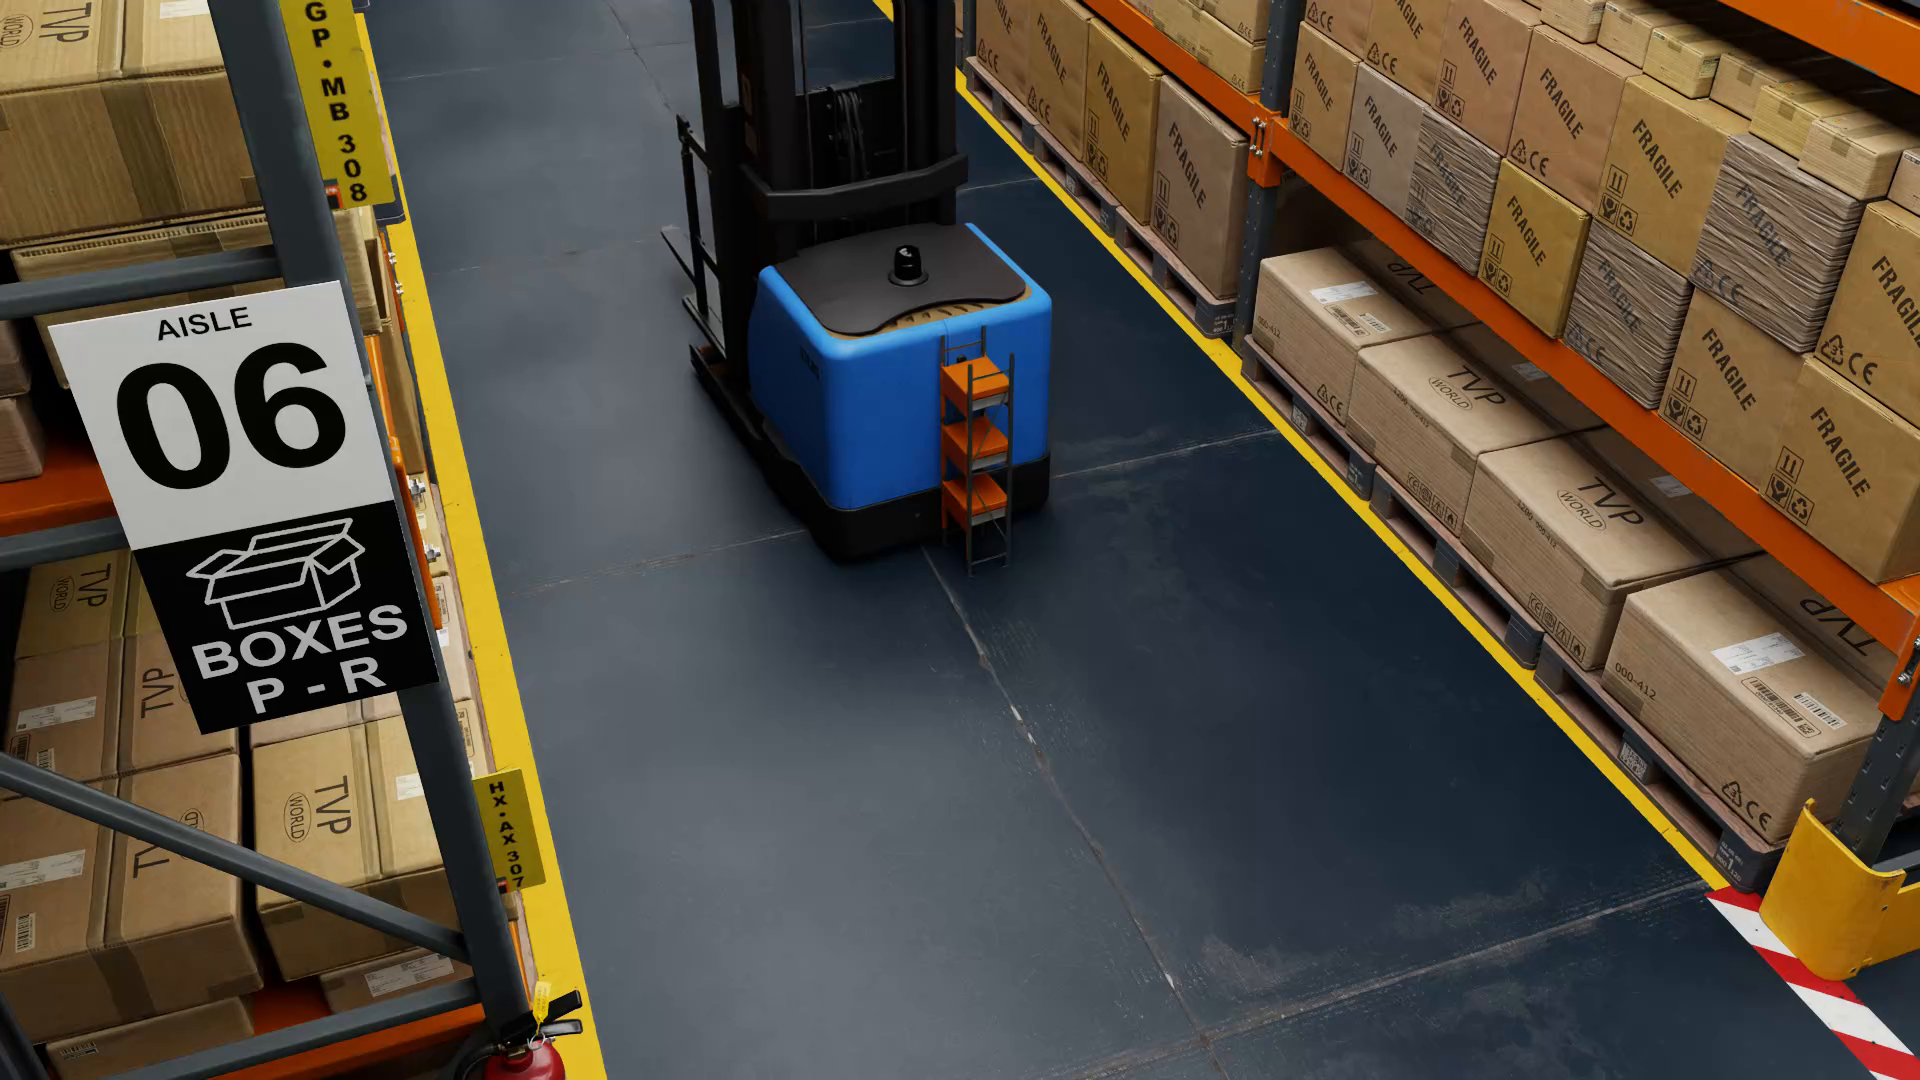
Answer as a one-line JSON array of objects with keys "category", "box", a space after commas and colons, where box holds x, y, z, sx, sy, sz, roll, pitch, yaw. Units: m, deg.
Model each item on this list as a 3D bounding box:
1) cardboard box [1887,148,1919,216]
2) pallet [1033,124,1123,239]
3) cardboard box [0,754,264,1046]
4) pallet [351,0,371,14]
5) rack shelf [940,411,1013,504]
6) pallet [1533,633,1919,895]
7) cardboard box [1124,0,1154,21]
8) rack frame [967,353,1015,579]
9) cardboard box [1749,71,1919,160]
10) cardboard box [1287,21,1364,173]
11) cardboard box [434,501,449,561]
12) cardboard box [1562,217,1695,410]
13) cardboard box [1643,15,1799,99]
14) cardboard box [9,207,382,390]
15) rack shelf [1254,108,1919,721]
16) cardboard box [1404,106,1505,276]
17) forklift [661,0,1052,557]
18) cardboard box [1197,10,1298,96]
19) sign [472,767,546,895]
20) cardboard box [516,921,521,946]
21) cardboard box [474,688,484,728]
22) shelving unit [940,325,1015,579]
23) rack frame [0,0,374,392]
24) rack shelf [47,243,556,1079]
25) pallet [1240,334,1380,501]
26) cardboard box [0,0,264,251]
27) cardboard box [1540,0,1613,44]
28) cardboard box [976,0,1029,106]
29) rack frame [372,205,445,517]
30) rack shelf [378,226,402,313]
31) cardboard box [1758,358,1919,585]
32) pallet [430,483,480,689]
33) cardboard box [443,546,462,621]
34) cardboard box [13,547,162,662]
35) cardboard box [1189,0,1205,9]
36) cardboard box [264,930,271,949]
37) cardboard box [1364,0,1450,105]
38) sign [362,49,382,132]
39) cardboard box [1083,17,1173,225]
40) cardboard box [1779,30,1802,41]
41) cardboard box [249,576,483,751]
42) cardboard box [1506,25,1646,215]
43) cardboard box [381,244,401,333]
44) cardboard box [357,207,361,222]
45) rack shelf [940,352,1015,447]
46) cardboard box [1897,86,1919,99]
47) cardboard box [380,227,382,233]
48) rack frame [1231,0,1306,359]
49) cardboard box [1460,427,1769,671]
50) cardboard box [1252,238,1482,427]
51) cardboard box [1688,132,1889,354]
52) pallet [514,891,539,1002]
[{"category": "cardboard box", "box": [2.840, -0.993, 4.622, 0.380, 0.149, 0.250, -12, 39, -15]}, {"category": "pallet", "box": [1.125, -2.252, 10.064, 1.003, 0.211, 1.213, -12, 39, -16]}, {"category": "cardboard box", "box": [-1.805, 0.771, 3.611, 0.500, 0.250, 0.500, -11, 38, -15]}, {"category": "pallet", "box": [-3.852, -3.040, 8.952, 1.213, 0.211, 1.003, -12, 39, -16]}, {"category": "rack shelf", "box": [0.067, -0.339, 6.845, 0.215, 0.259, 0.240, -16, 40, -21]}, {"category": "pallet", "box": [2.913, 0.683, 6.168, 1.003, 0.211, 1.213, -12, 39, -16]}, {"category": "cardboard box", "box": [1.164, -2.973, 8.828, 0.500, 0.250, 0.500, -13, 39, -17]}, {"category": "rack frame", "box": [0.121, -0.282, 6.752, 0.200, 1.050, 0.008, -16, 40, -21]}, {"category": "cardboard box", "box": [2.624, -1.272, 4.993, 0.380, 0.149, 0.250, -12, 39, -15]}, {"category": "cardboard box", "box": [1.801, -1.975, 7.296, 0.500, 0.500, 0.500, -11, 38, -14]}, {"category": "cardboard box", "box": [-2.307, 0.000, 6.777, 0.380, 0.149, 0.250, -14, 39, -17]}, {"category": "cardboard box", "box": [2.502, -0.828, 5.773, 0.500, 0.500, 0.500, -11, 38, -15]}, {"category": "cardboard box", "box": [2.459, -1.564, 5.380, 0.380, 0.149, 0.250, -12, 38, -15]}, {"category": "cardboard box", "box": [-1.294, -0.530, 2.844, 0.500, 0.250, 0.500, -13, 39, -16]}, {"category": "rack shelf", "box": [2.573, -0.838, 6.467, 1.077, 0.370, 4.000, -12, 39, -16]}, {"category": "cardboard box", "box": [2.135, -1.408, 6.543, 0.500, 0.500, 0.500, -12, 39, -16]}, {"category": "forklift", "box": [-0.693, -1.978, 7.440, 1.130, 2.935, 3.031, -16, 40, -20]}, {"category": "cardboard box", "box": [1.494, -2.396, 8.063, 0.500, 0.250, 0.500, -13, 39, -17]}, {"category": "sign", "box": [-0.888, 0.576, 3.272, 0.100, 0.325, 0.005, -12, 39, -16]}, {"category": "cardboard box", "box": [-1.777, 1.009, 5.145, 0.700, 0.500, 0.500, -11, 38, -14]}, {"category": "cardboard box", "box": [-2.134, 0.423, 5.924, 0.700, 0.500, 0.500, -14, 39, -18]}, {"category": "shelving unit", "box": [0.067, -0.348, 6.839, 0.215, 1.050, 0.252, -16, 40, -21]}, {"category": "rack frame", "box": [-1.398, -1.362, 1.578, 1.000, 3.000, 0.127, -12, 39, -16]}, {"category": "rack shelf", "box": [-2.086, 0.192, 5.100, 1.077, 0.370, 4.000, -12, 39, -16]}, {"category": "pallet", "box": [2.073, -0.695, 7.997, 1.003, 0.211, 1.213, -12, 39, -16]}, {"category": "cardboard box", "box": [-1.315, -0.725, 2.688, 0.500, 0.250, 0.500, -13, 39, -16]}, {"category": "cardboard box", "box": [2.256, -1.857, 5.769, 0.380, 0.149, 0.250, -12, 39, -16]}, {"category": "cardboard box", "box": [0.668, -3.426, 10.722, 0.875, 0.875, 0.875, -13, 39, -16]}, {"category": "rack frame", "box": [-2.774, -1.225, 6.383, 1.000, 3.000, 0.127, -12, 39, -16]}, {"category": "rack shelf", "box": [-3.462, -2.067, 8.099, 1.077, 0.370, 4.000, -12, 39, -16]}, {"category": "cardboard box", "box": [2.847, -0.253, 5.009, 0.500, 0.500, 0.500, -12, 39, -16]}, {"category": "pallet", "box": [-2.539, 0.277, 6.707, 1.003, 0.211, 1.213, -12, 39, -16]}, {"category": "cardboard box", "box": [-1.650, 0.154, 4.761, 0.380, 0.149, 0.250, -14, 39, -17]}, {"category": "cardboard box", "box": [-2.148, 0.199, 4.371, 0.500, 0.250, 0.500, -11, 38, -15]}, {"category": "cardboard box", "box": [1.326, -2.874, 8.282, 0.500, 0.250, 0.500, -12, 38, -15]}, {"category": "cardboard box", "box": [-1.793, 0.847, 3.841, 0.380, 0.149, 0.250, -11, 38, -15]}, {"category": "cardboard box", "box": [1.989, -2.088, 6.615, 0.500, 0.500, 0.500, -13, 39, -17]}, {"category": "sign", "box": [-2.267, -1.687, 6.278, 0.100, 0.325, 0.005, -12, 39, -16]}, {"category": "cardboard box", "box": [1.278, -2.416, 9.381, 0.875, 0.875, 0.875, -11, 38, -15]}, {"category": "cardboard box", "box": [2.967, -1.687, 5.544, 0.380, 0.149, 0.250, -12, 39, -16]}, {"category": "cardboard box", "box": [-1.475, 0.379, 4.131, 0.500, 0.250, 0.500, -12, 39, -15]}, {"category": "cardboard box", "box": [2.326, -1.511, 5.849, 0.500, 0.500, 0.500, -13, 39, -16]}, {"category": "cardboard box", "box": [-2.184, -0.767, 5.652, 0.500, 0.250, 0.500, -12, 39, -16]}, {"category": "cardboard box", "box": [-1.465, -0.745, 3.461, 0.380, 0.149, 0.250, -12, 39, -15]}, {"category": "rack shelf", "box": [0.067, -0.566, 6.675, 0.215, 0.259, 0.240, -16, 40, -21]}, {"category": "cardboard box", "box": [3.153, -1.400, 5.162, 0.380, 0.149, 0.250, -14, 39, -17]}, {"category": "cardboard box", "box": [-3.262, -1.590, 8.596, 0.500, 0.500, 0.500, -14, 39, -18]}, {"category": "rack frame", "box": [1.885, -2.255, 7.750, 1.000, 3.000, 0.127, -12, 39, -16]}, {"category": "cardboard box", "box": [2.618, -0.007, 6.546, 0.875, 0.438, 0.875, -11, 38, -15]}, {"category": "cardboard box", "box": [2.000, -1.022, 7.894, 0.875, 0.438, 0.875, -13, 39, -17]}, {"category": "cardboard box", "box": [2.665, -0.947, 5.099, 0.500, 0.500, 0.500, -12, 39, -16]}, {"category": "pallet", "box": [-1.699, 1.656, 4.877, 1.003, 0.211, 1.213, -12, 39, -16]}]
